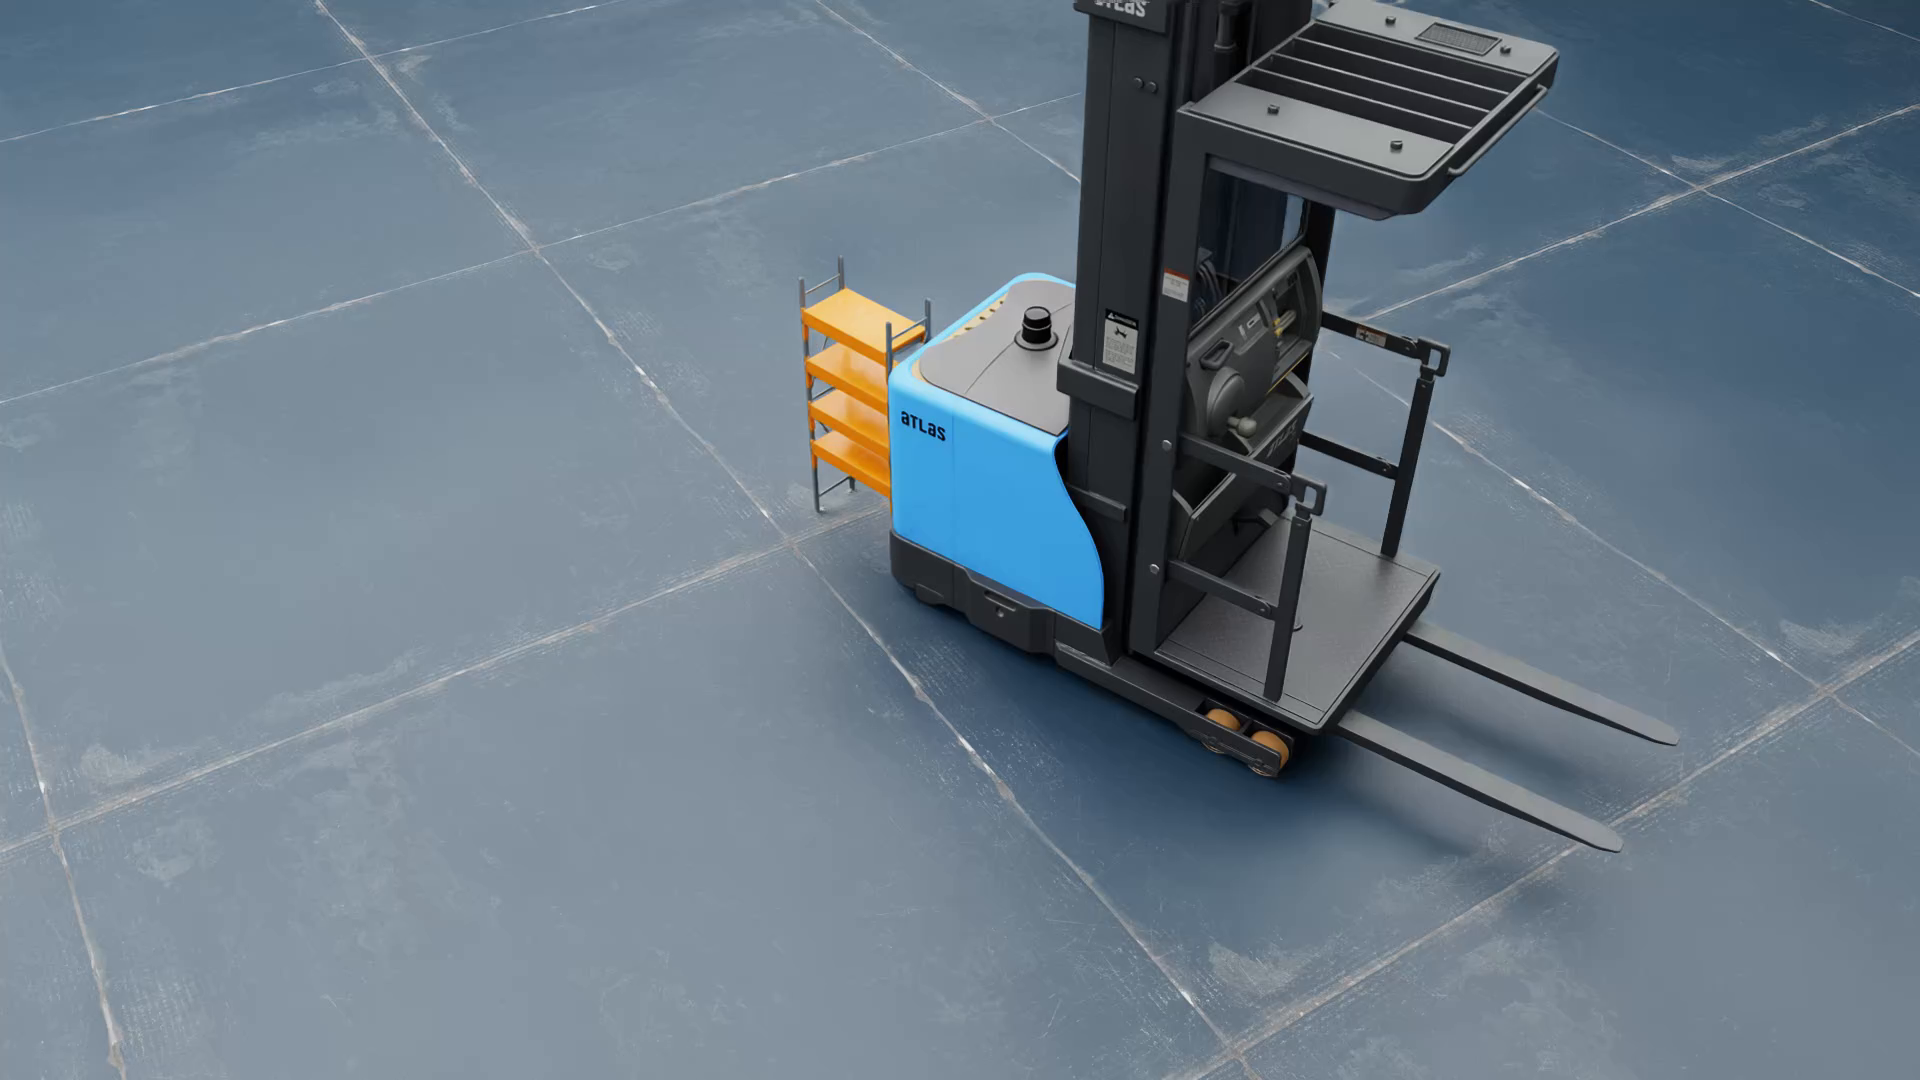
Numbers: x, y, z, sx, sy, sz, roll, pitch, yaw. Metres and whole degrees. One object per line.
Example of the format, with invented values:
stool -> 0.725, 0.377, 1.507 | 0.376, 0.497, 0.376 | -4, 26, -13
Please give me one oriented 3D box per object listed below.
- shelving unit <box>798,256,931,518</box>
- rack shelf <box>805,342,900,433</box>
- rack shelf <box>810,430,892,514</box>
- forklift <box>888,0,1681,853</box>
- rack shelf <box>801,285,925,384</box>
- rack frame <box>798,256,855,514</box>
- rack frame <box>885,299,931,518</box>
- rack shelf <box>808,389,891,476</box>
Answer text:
shelving unit -> -0.380, -0.531, 6.950 | 0.503, 1.200, 0.258 | 30, 49, 31
rack shelf -> -0.380, -0.651, 6.850 | 0.480, 0.148, 0.258 | 30, 49, 31
rack shelf -> -0.380, -0.327, 7.120 | 0.480, 0.148, 0.258 | 30, 49, 31
forklift -> 1.201, -0.637, 5.725 | 3.031, 2.935, 1.130 | 25, 46, 27
rack shelf -> -0.380, -0.833, 6.699 | 0.480, 0.148, 0.258 | 30, 49, 31
rack frame -> -0.560, -0.637, 7.077 | 0.015, 1.200, 0.240 | 30, 49, 31
rack frame -> -0.201, -0.426, 6.823 | 0.015, 1.200, 0.240 | 30, 49, 31
rack shelf -> -0.380, -0.480, 6.993 | 0.480, 0.148, 0.258 | 30, 49, 31
